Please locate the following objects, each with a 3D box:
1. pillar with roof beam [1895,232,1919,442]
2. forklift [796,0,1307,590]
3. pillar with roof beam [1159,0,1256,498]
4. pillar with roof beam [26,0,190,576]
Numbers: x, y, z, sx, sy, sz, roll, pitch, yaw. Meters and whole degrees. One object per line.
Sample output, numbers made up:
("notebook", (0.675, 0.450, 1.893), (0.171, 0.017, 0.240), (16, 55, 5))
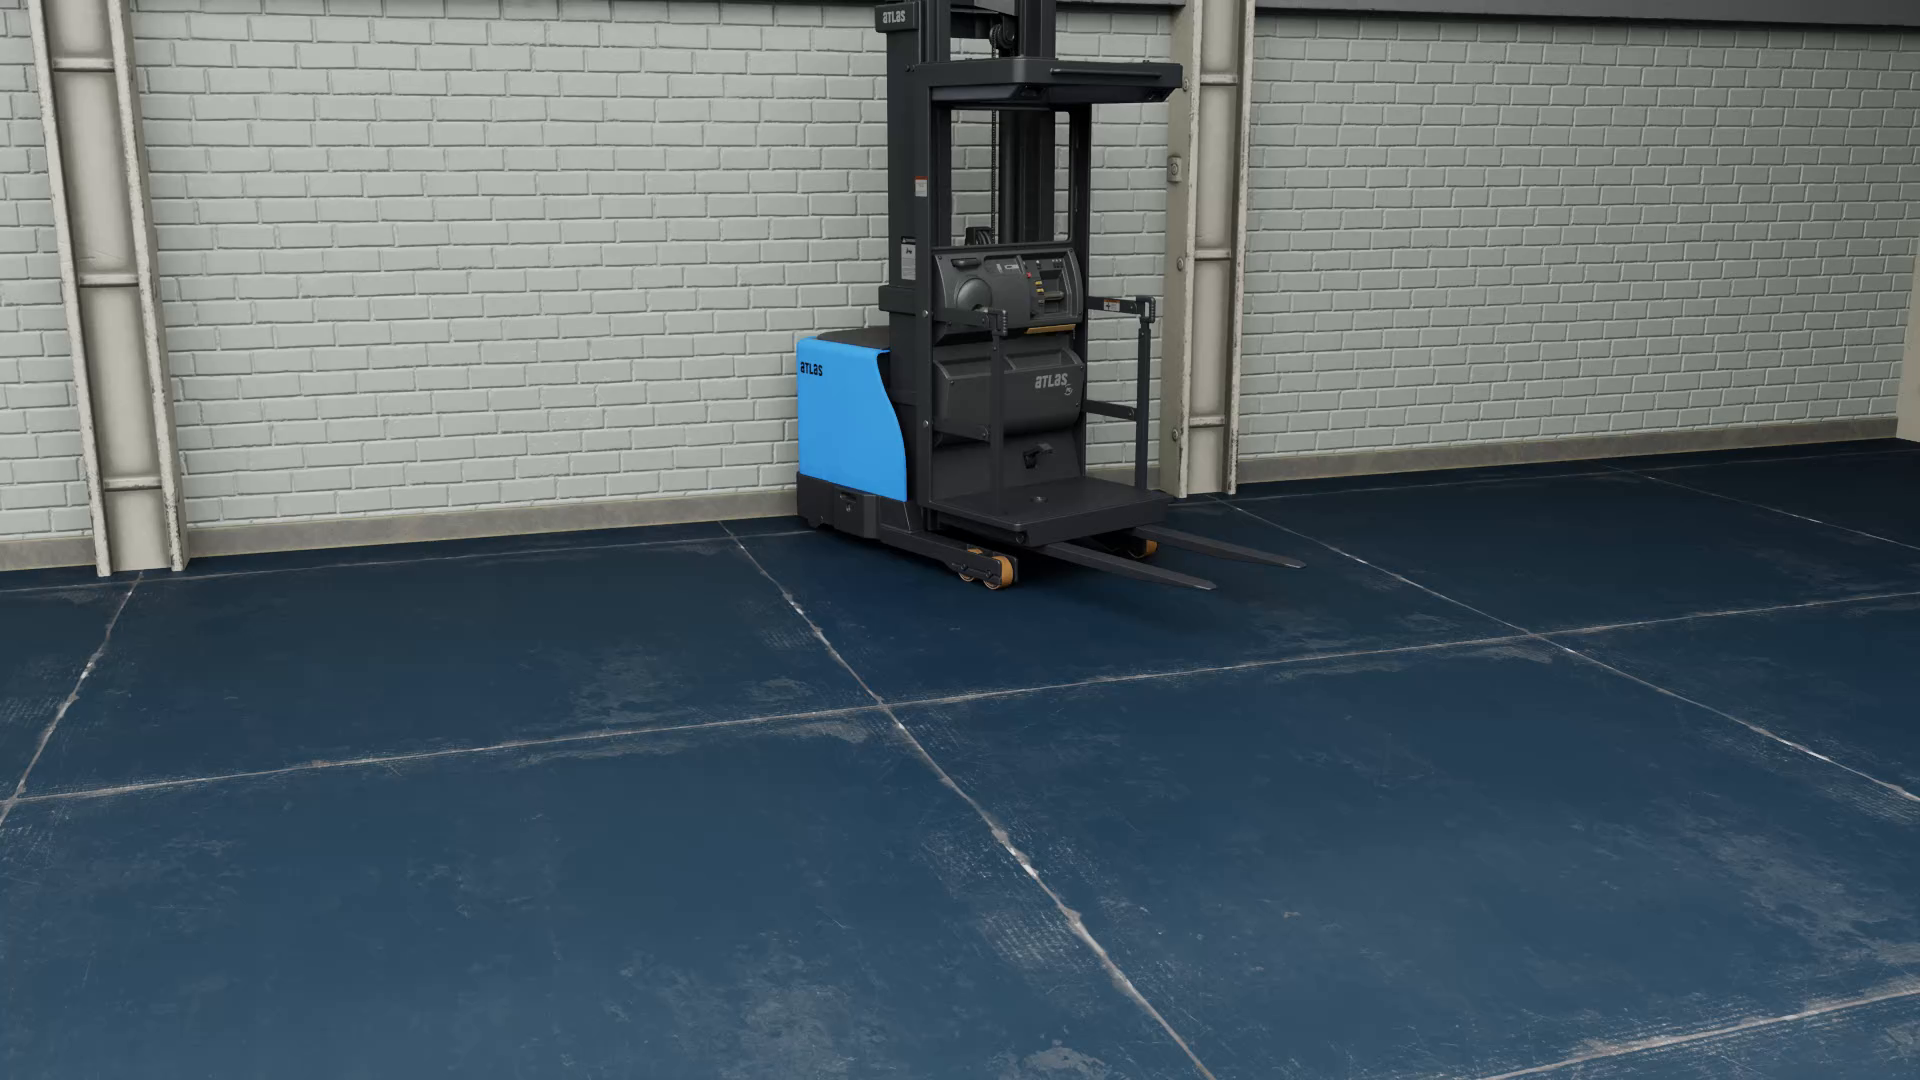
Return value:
("pillar with roof beam", (8.545, -4.184, 7.286), (0.400, 9.000, 9.100), (-4, 14, -18))
("forklift", (0.393, -1.314, 8.333), (1.130, 2.935, 3.031), (-11, 17, -38))
("pillar with roof beam", (2.859, -3.741, 5.424), (0.400, 9.000, 9.100), (-4, 14, -18))
("pillar with roof beam", (-2.828, -3.298, 3.562), (0.400, 9.000, 9.100), (-4, 14, -18))
